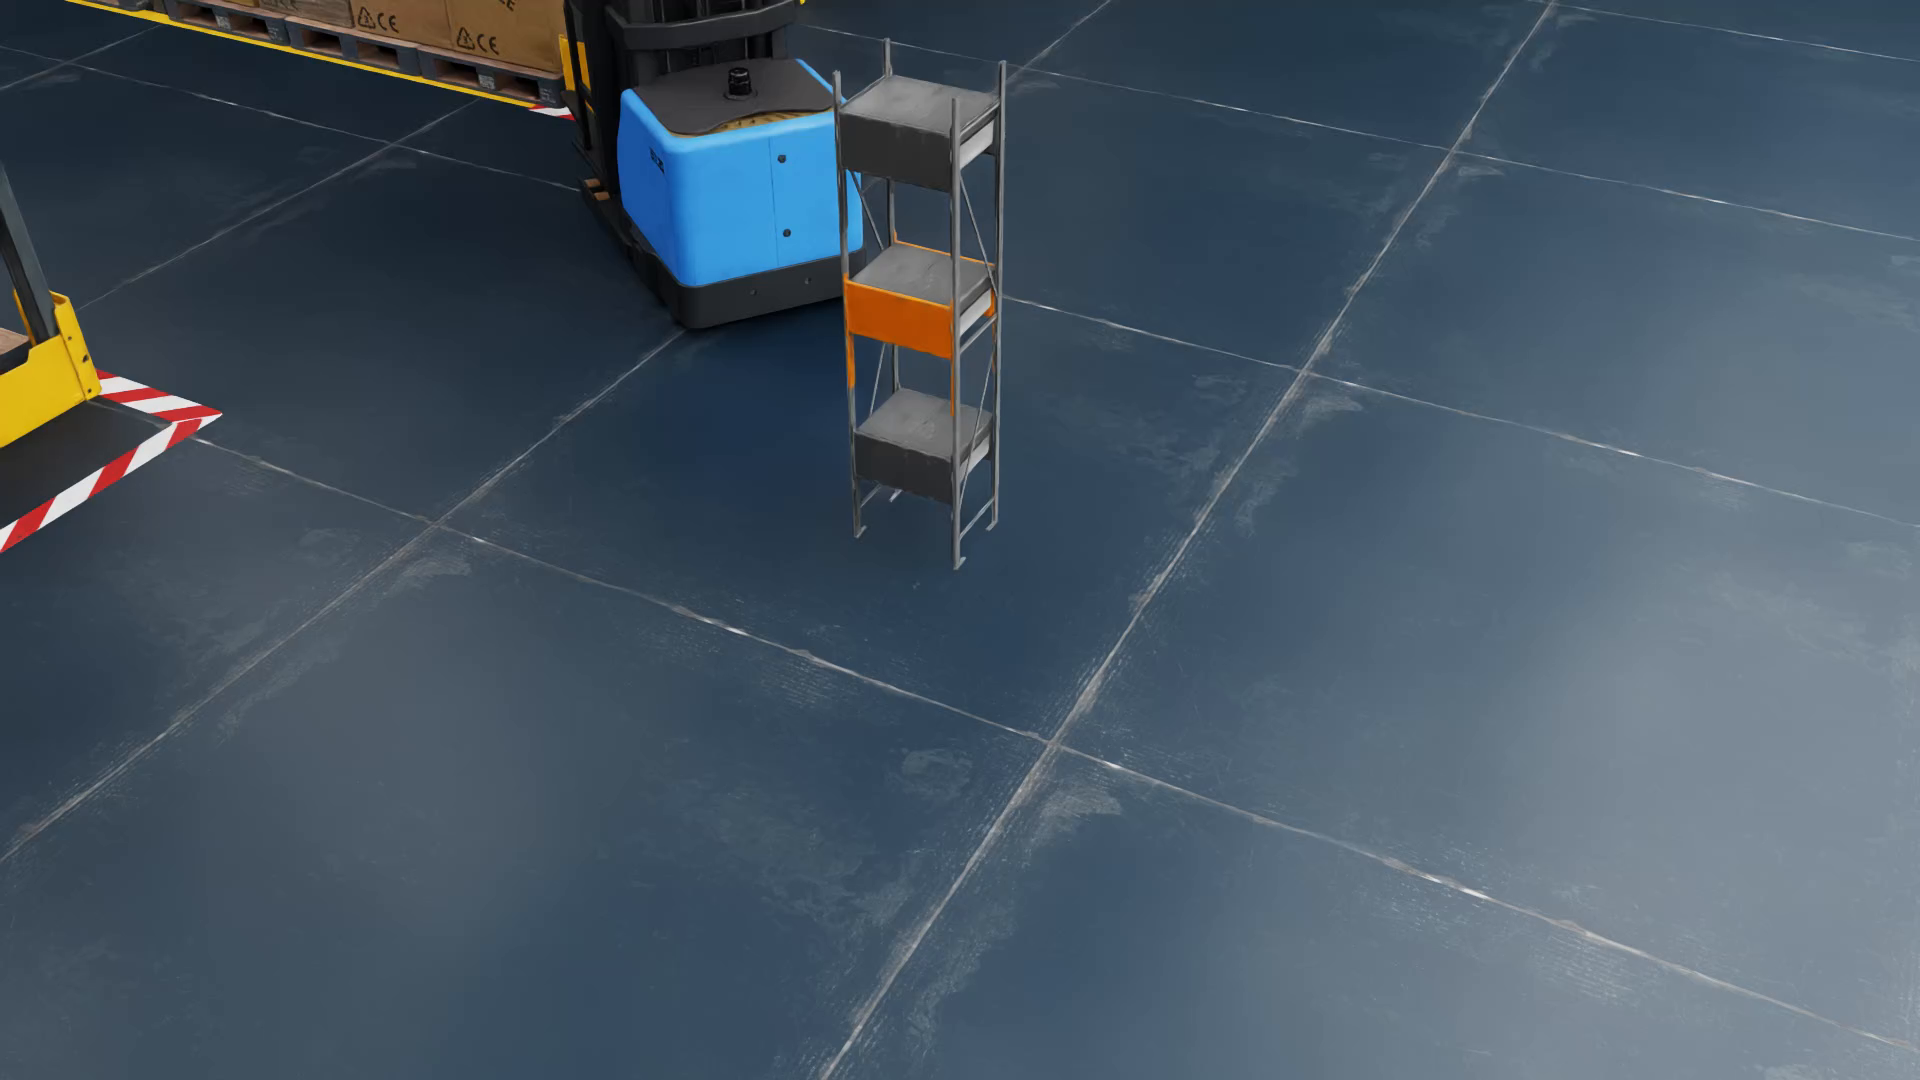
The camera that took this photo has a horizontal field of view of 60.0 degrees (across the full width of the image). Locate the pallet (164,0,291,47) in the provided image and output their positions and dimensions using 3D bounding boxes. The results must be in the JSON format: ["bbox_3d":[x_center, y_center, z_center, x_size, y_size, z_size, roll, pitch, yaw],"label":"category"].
[{"bbox_3d":[-5.117,-4.041,12.398,1.213,0.211,1.003,17,41,21],"label":"pallet"}]

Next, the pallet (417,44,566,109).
[{"bbox_3d":[-2.950,-3.362,11.505,1.213,0.211,1.003,17,41,21],"label":"pallet"}]

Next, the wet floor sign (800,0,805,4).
[{"bbox_3d":[-1.268,-4.410,12.526,0.232,0.644,0.267,11,38,14],"label":"wet floor sign"}]

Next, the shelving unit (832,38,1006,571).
[{"bbox_3d":[-0.147,-0.882,6.676,0.503,2.100,0.431,17,41,21],"label":"shelving unit"}]

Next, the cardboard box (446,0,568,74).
[{"bbox_3d":[-2.837,-3.767,11.141,0.875,0.875,0.875,18,41,22],"label":"cardboard box"}]

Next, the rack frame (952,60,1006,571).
[{"bbox_3d":[0.070,-0.815,6.586,0.015,2.100,0.400,17,41,21],"label":"rack frame"}]

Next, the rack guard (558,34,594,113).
[{"bbox_3d":[-2.183,-3.290,11.171,0.348,0.500,1.175,17,41,21],"label":"rack guard"}]

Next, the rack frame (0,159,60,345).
[{"bbox_3d":[-4.575,-1.658,6.953,0.127,3.000,1.000,17,41,21],"label":"rack frame"}]

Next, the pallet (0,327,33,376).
[{"bbox_3d":[-5.347,-0.813,8.146,1.213,0.211,1.003,17,41,21],"label":"pallet"}]

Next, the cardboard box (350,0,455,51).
[{"bbox_3d":[-3.619,-4.010,11.462,0.875,0.875,0.875,17,40,21],"label":"cardboard box"}]

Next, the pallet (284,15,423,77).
[{"bbox_3d":[-4.029,-3.702,11.953,1.213,0.211,1.003,17,41,21],"label":"pallet"}]

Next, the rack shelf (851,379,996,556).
[{"bbox_3d":[-0.147,-0.314,7.107,0.480,0.518,0.431,17,41,21],"label":"rack shelf"}]

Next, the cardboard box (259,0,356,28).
[{"bbox_3d":[-4.428,-4.265,11.797,0.875,0.875,0.875,18,41,22],"label":"cardboard box"}]

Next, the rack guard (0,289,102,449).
[{"bbox_3d":[-4.642,-0.683,7.737,0.348,0.500,1.175,17,41,21],"label":"rack guard"}]

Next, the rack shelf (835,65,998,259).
[{"bbox_3d":[-0.147,-1.429,6.261,0.480,0.518,0.431,17,41,21],"label":"rack shelf"}]

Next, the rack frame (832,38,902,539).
[{"bbox_3d":[-0.364,-0.950,6.765,0.015,2.100,0.400,17,41,21],"label":"rack frame"}]

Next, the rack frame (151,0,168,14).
[{"bbox_3d":[-5.756,-5.405,11.889,0.127,3.000,1.000,17,41,21],"label":"rack frame"}]

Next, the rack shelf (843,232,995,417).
[{"bbox_3d":[-0.147,-0.872,6.684,0.480,0.518,0.431,17,41,21],"label":"rack shelf"}]

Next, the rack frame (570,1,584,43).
[{"bbox_3d":[-2.204,-4.293,10.424,0.127,3.000,1.000,17,41,21],"label":"rack frame"}]

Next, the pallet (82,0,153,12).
[{"bbox_3d":[-6.476,-4.468,12.962,1.213,0.211,1.003,17,41,21],"label":"pallet"}]

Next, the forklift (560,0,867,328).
[{"bbox_3d":[-1.597,-3.139,8.961,1.130,2.935,3.031,-16,40,-21],"label":"forklift"}]

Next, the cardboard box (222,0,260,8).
[{"bbox_3d":[-5.230,-4.513,12.125,0.875,0.875,0.875,18,41,22],"label":"cardboard box"}]
